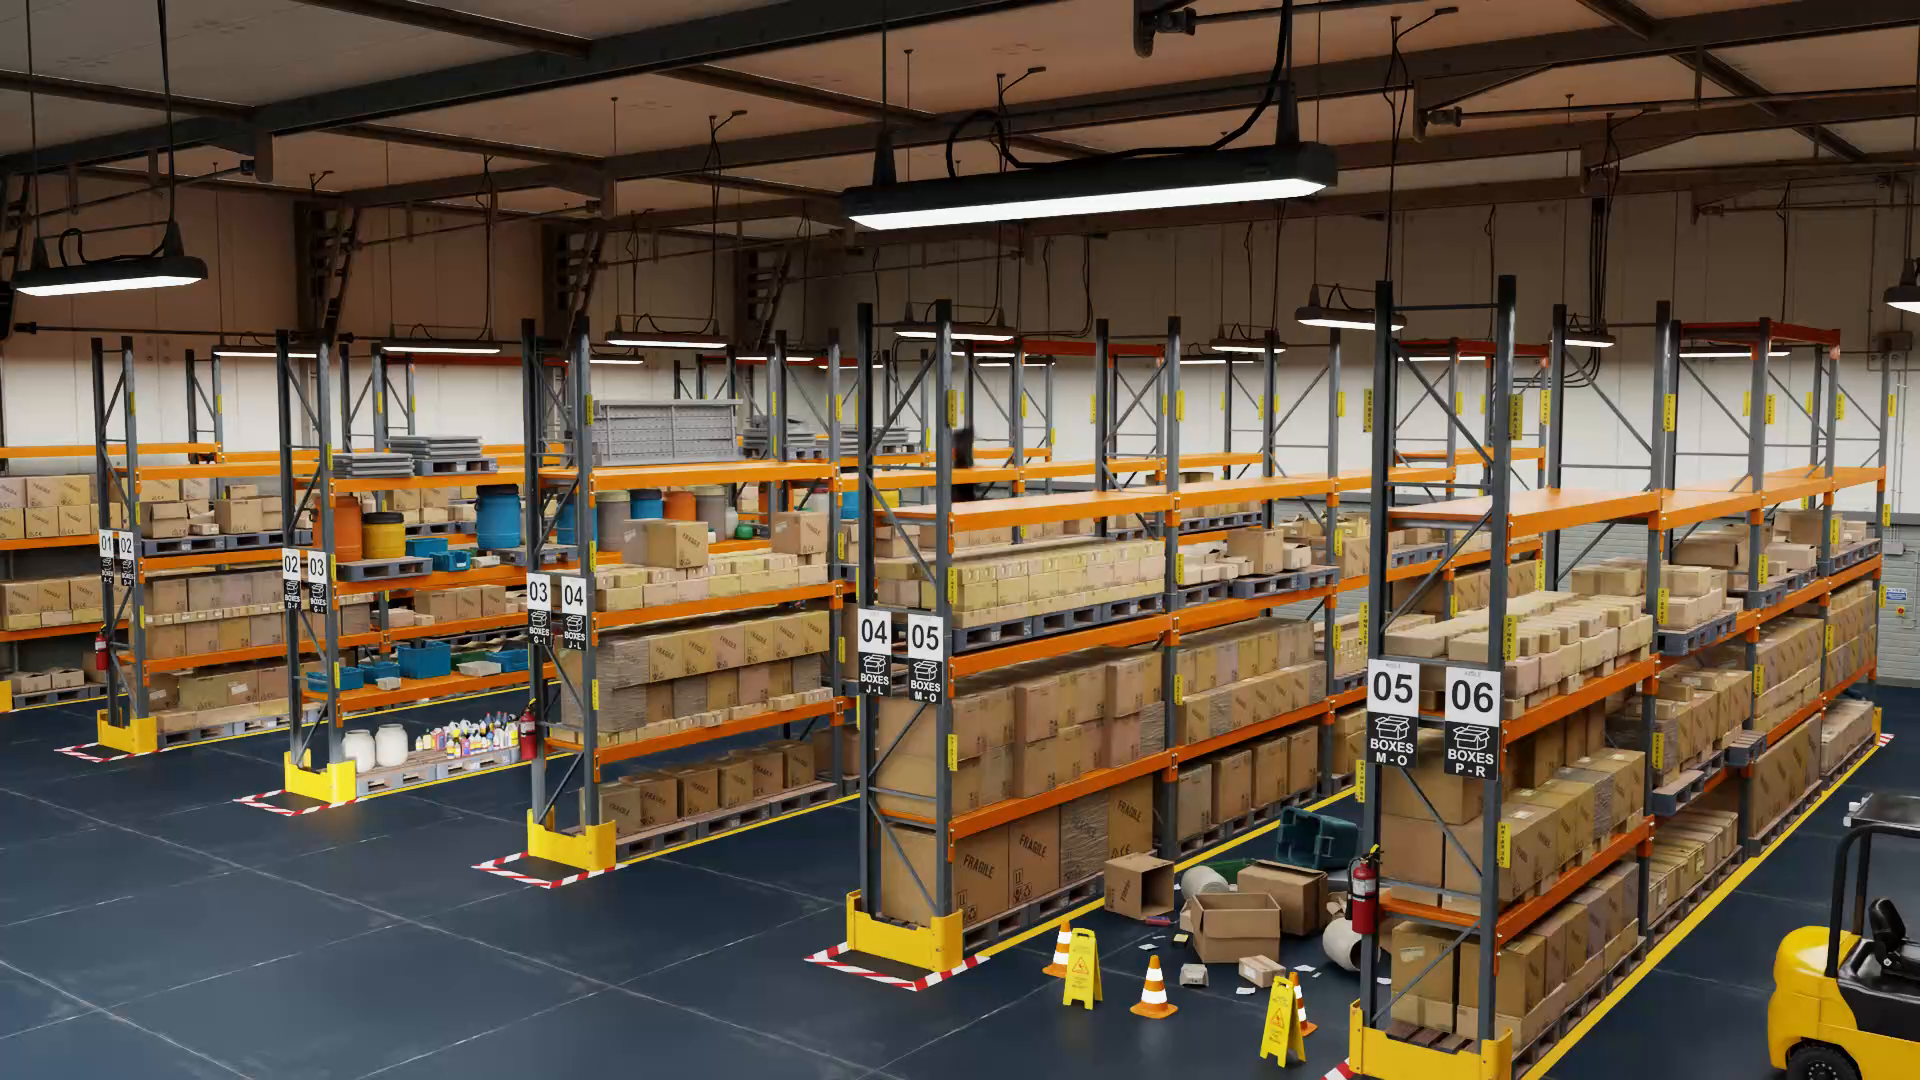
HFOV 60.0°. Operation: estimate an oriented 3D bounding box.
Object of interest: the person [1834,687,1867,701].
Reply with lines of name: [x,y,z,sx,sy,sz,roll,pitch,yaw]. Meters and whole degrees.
person: [14.230,2.045,26.803,0.725,1.567,0.540,2,5,23]
